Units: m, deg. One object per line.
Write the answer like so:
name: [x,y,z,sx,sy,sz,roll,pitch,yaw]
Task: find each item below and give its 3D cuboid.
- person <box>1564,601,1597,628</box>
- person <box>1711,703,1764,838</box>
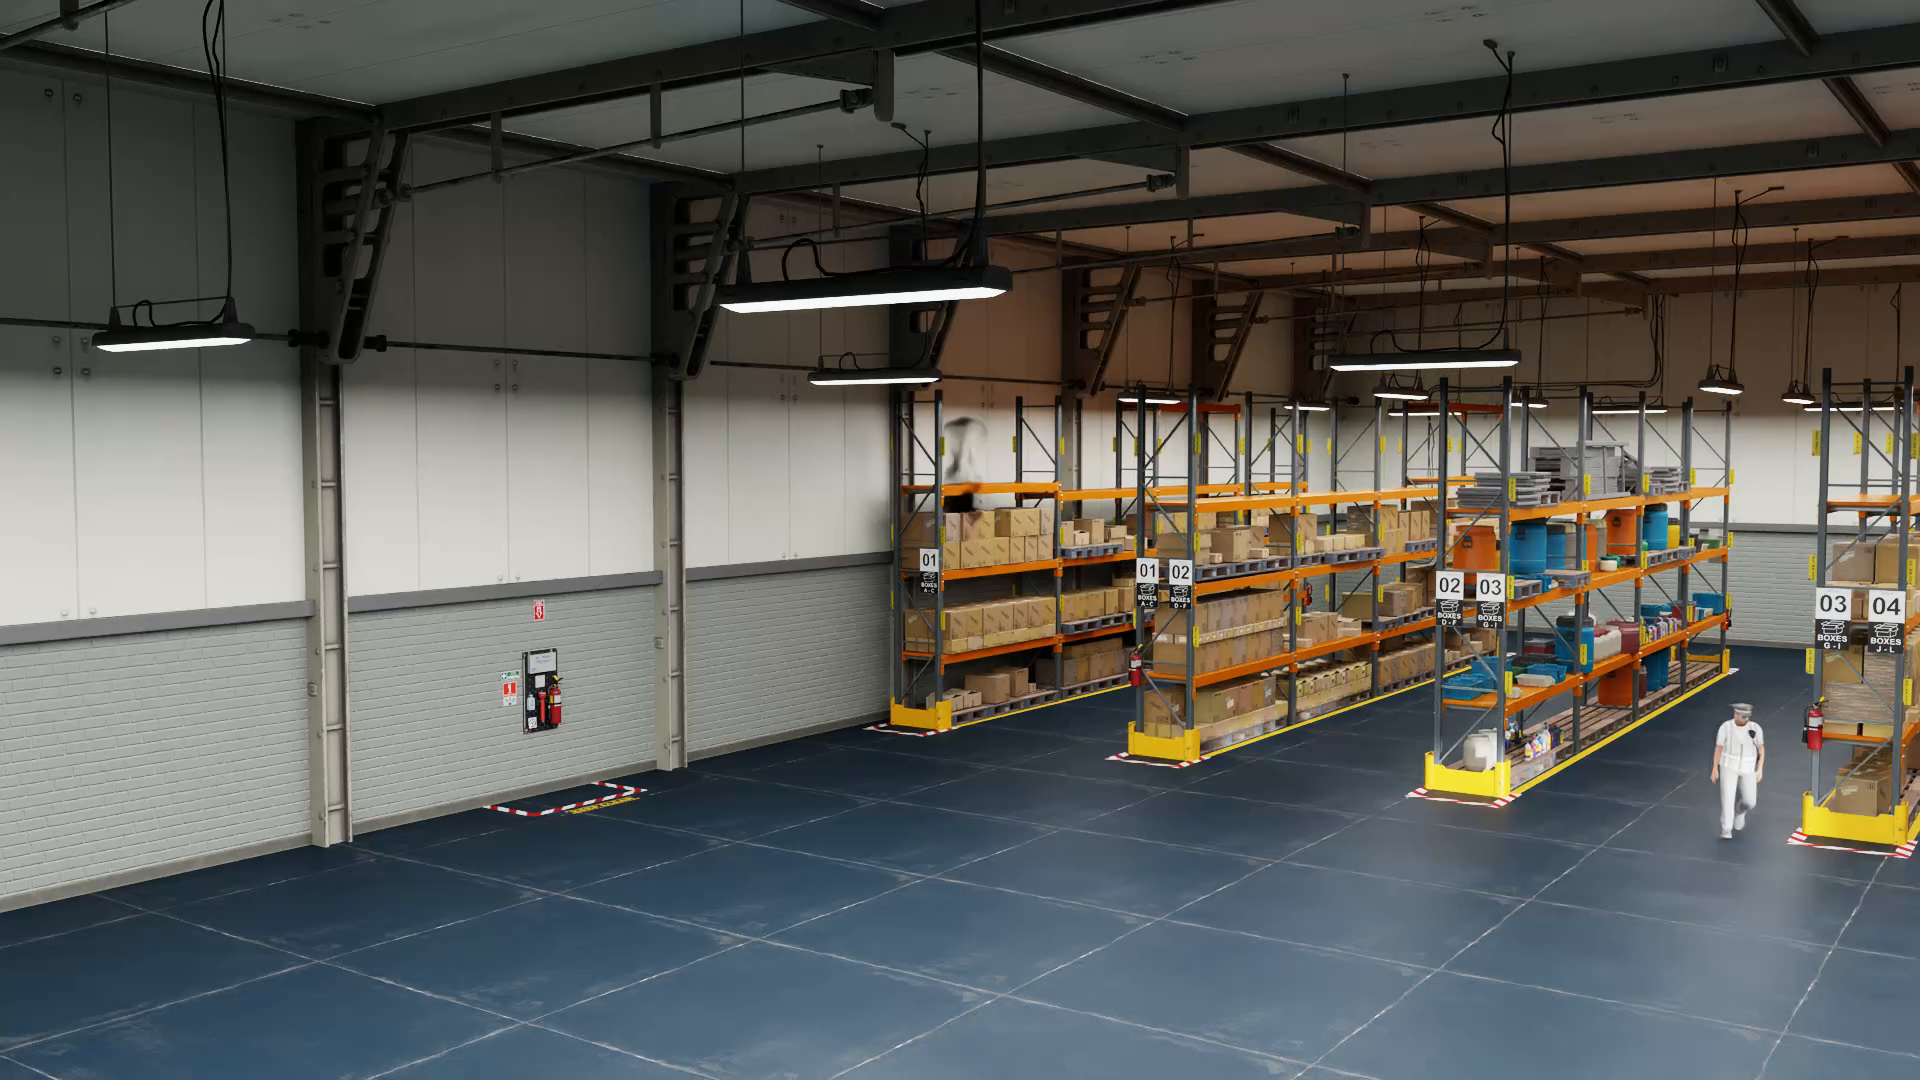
person: [13.170,2.133,35.465,0.682,1.716,0.701,2,4,32]
person: [9.958,2.921,21.322,0.628,1.708,0.710,1,3,17]
